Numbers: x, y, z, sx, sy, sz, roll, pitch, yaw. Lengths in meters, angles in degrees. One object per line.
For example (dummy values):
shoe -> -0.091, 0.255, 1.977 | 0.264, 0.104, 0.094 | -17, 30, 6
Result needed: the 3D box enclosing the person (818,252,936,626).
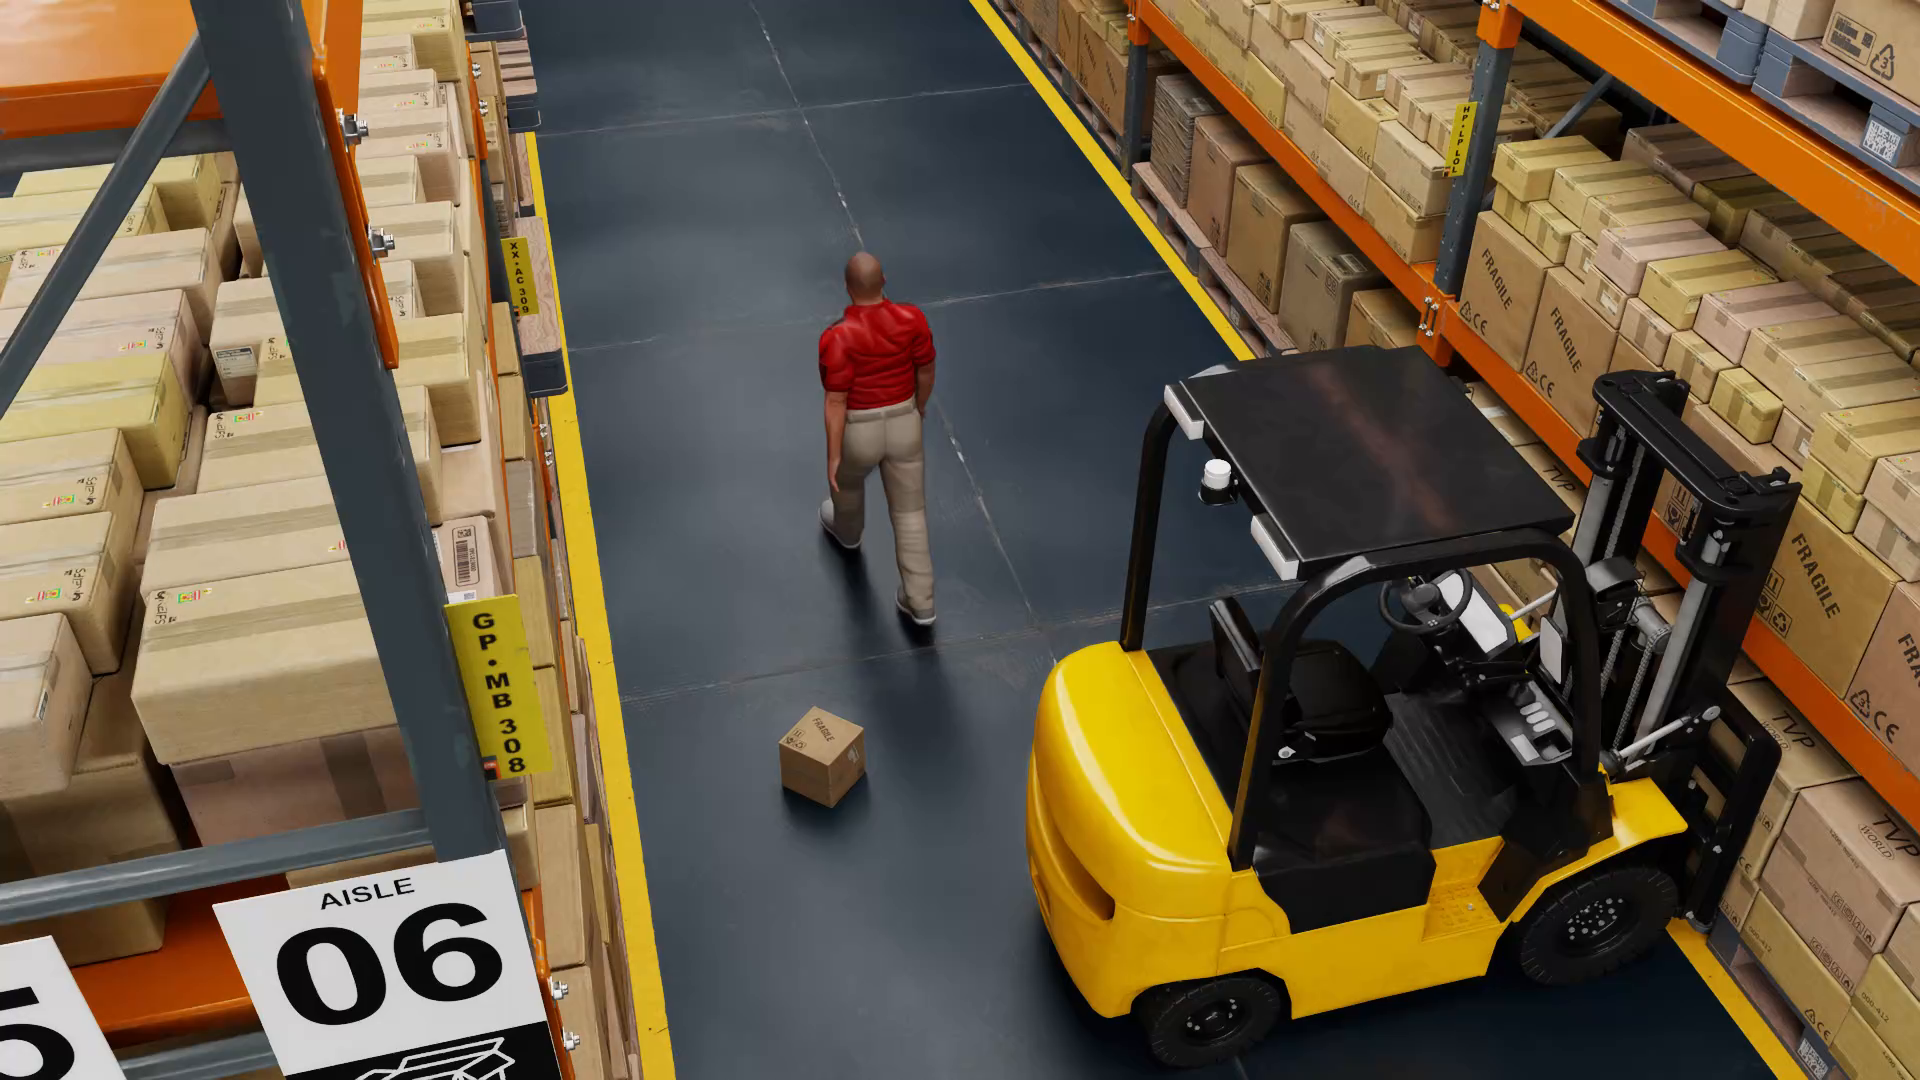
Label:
person -> -0.361, -0.501, 7.387 | 0.566, 1.669, 1.072 | -12, 40, -15
